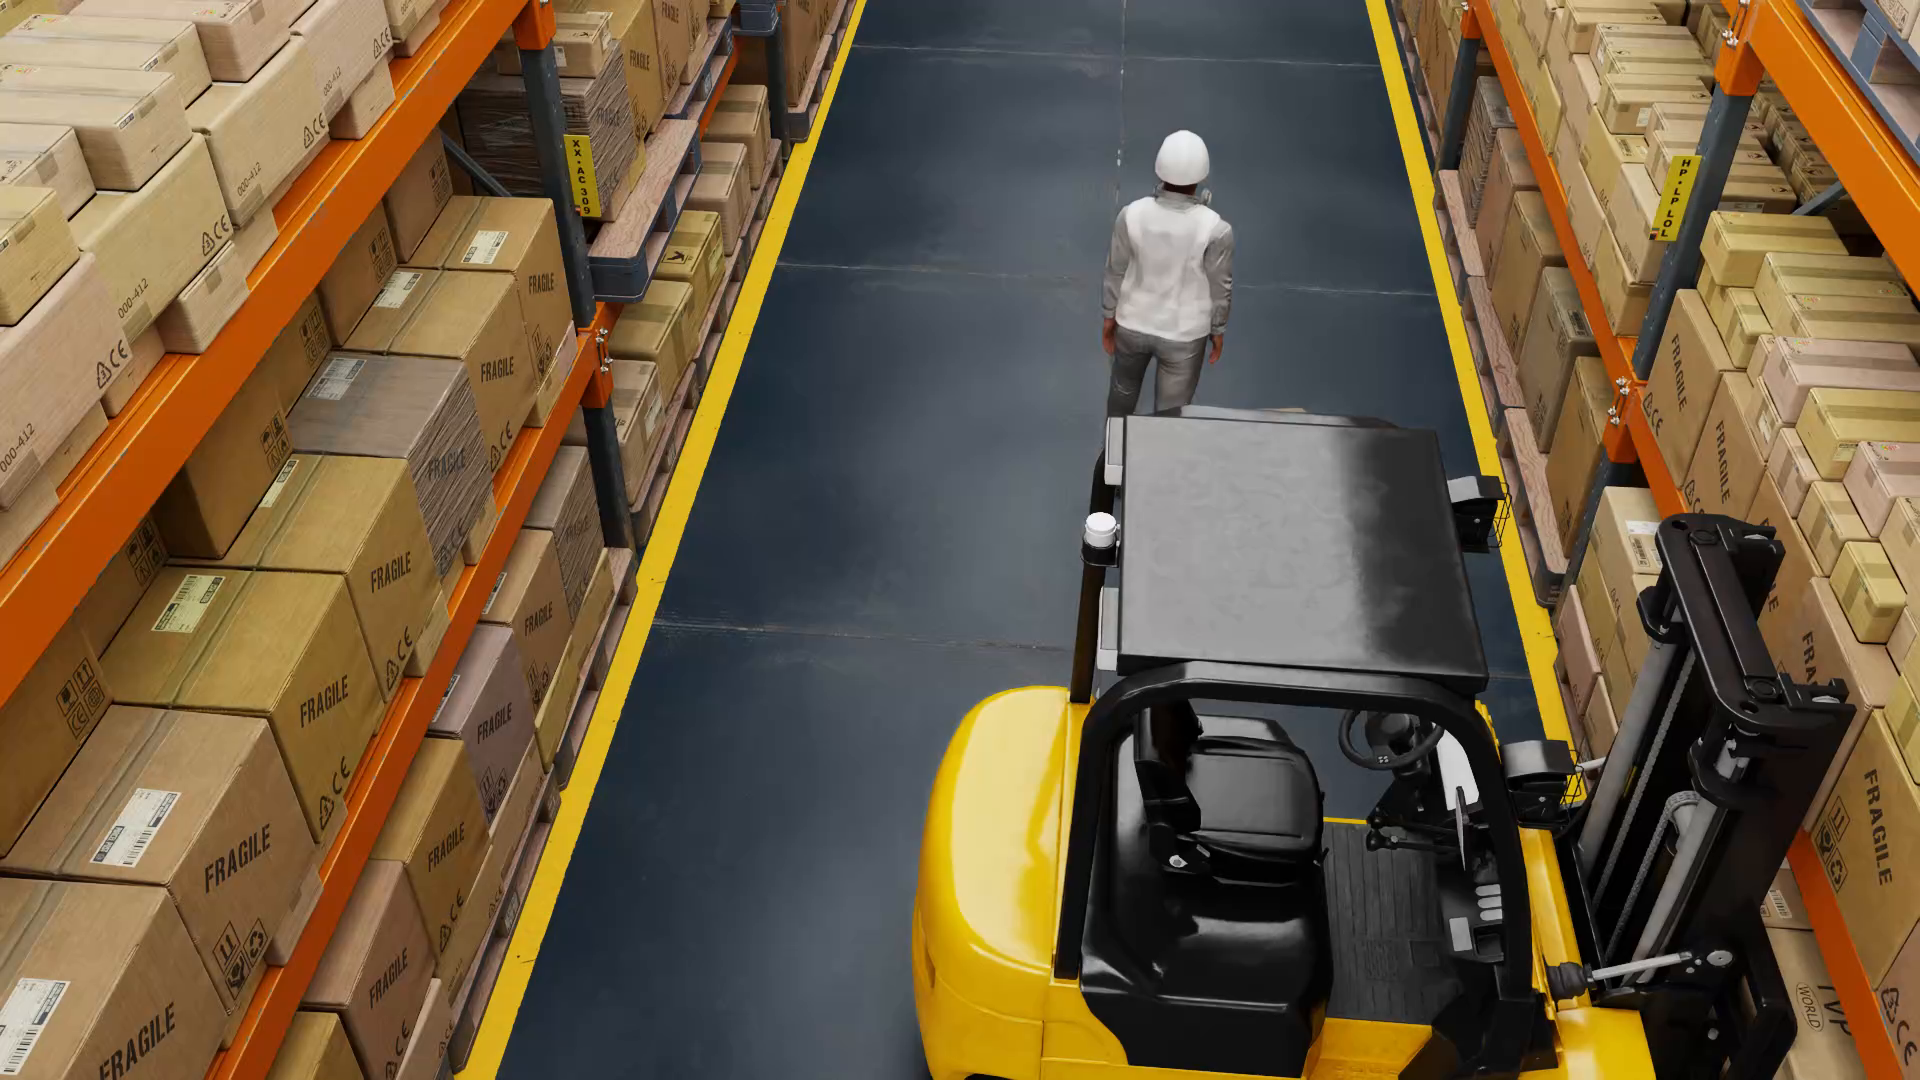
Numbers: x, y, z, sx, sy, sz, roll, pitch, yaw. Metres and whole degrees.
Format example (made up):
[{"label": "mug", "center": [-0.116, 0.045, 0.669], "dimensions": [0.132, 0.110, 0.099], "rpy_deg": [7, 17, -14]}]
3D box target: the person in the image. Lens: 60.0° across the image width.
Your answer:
[{"label": "person", "center": [0.879, -1.002, 7.323], "dimensions": [0.679, 1.736, 0.841], "rpy_deg": [17, 43, 20]}]
